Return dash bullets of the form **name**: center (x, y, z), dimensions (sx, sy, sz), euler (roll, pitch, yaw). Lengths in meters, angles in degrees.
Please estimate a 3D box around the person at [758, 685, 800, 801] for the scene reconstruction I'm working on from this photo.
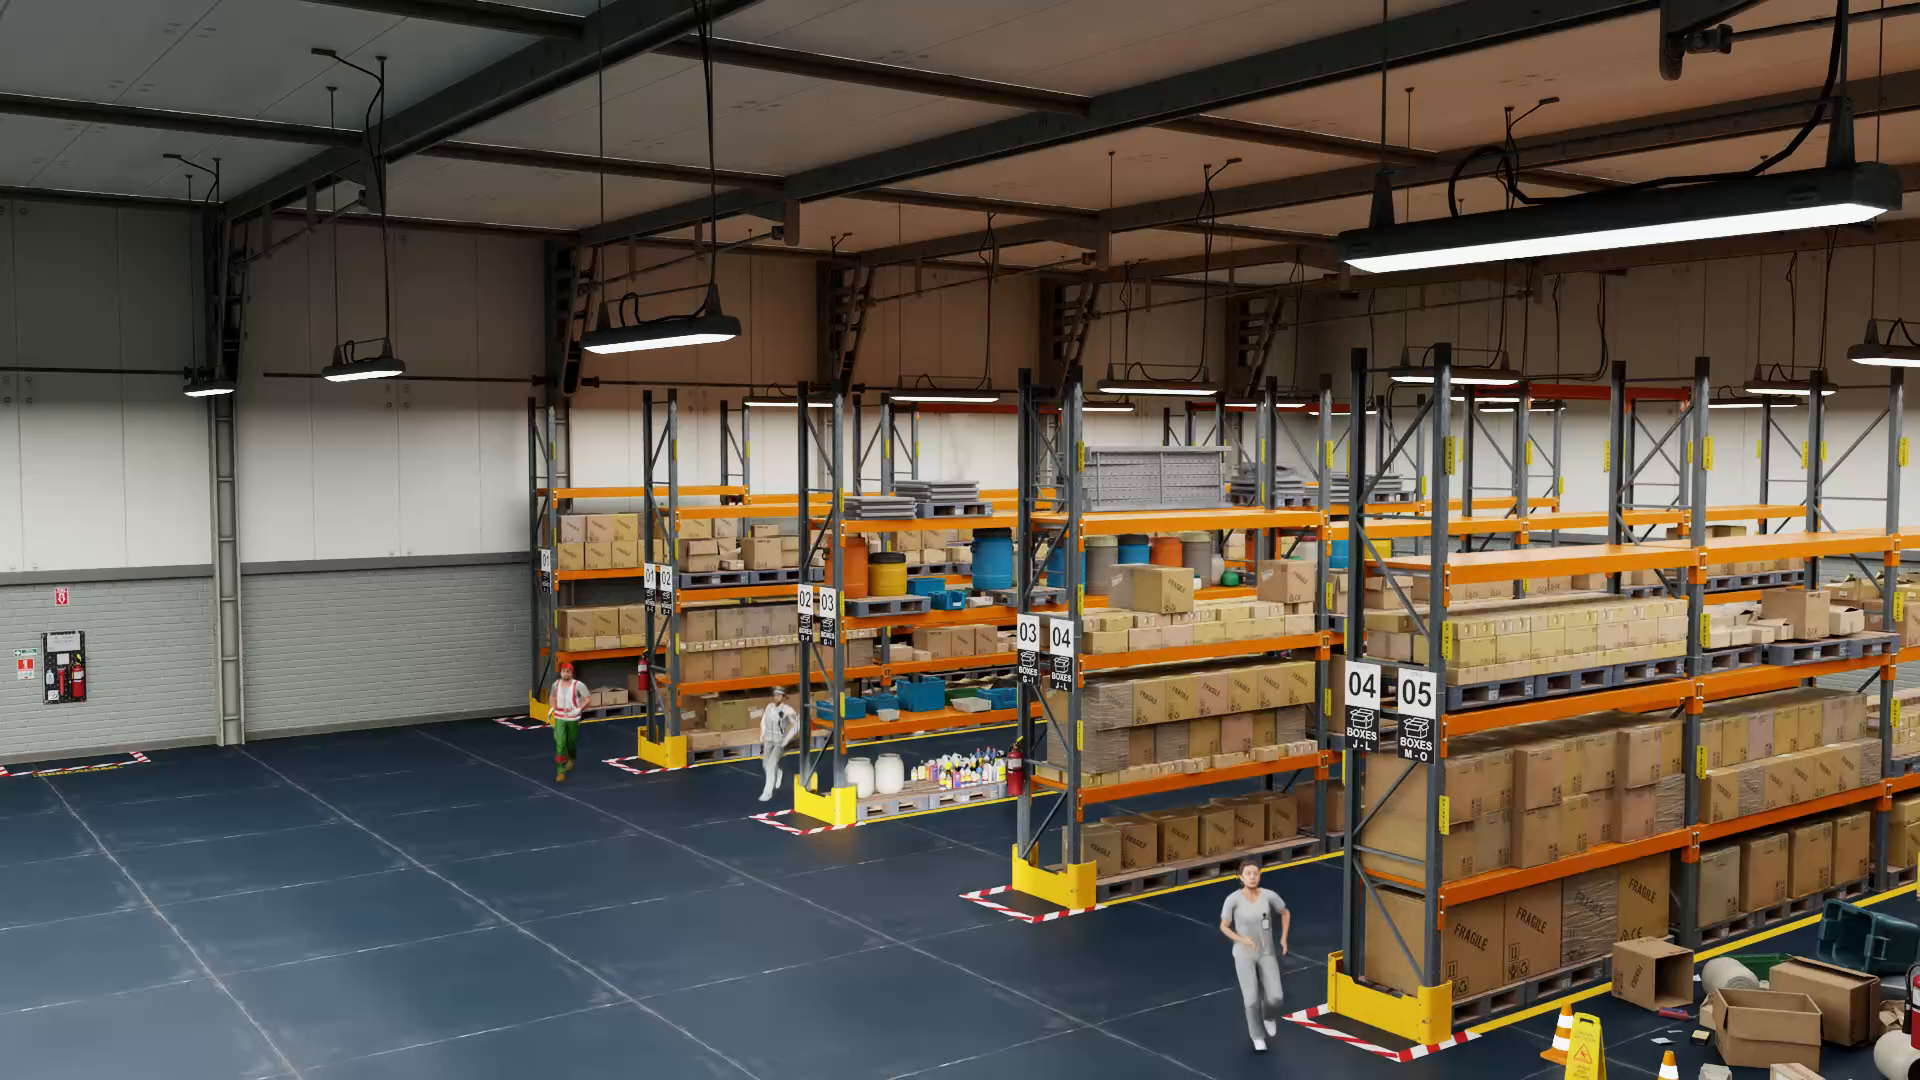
- **person**: center (-2.608, 2.930, 24.142), dimensions (0.644, 1.686, 0.653), euler (2, 4, 25)

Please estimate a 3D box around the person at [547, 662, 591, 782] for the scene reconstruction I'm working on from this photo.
- **person**: center (-5.971, 2.739, 25.403), dimensions (0.655, 1.763, 0.990), euler (0, 3, -2)

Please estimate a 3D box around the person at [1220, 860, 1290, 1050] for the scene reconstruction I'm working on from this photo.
- **person**: center (2.503, 3.521, 14.091), dimensions (0.599, 1.610, 0.520), euler (0, 3, 6)
